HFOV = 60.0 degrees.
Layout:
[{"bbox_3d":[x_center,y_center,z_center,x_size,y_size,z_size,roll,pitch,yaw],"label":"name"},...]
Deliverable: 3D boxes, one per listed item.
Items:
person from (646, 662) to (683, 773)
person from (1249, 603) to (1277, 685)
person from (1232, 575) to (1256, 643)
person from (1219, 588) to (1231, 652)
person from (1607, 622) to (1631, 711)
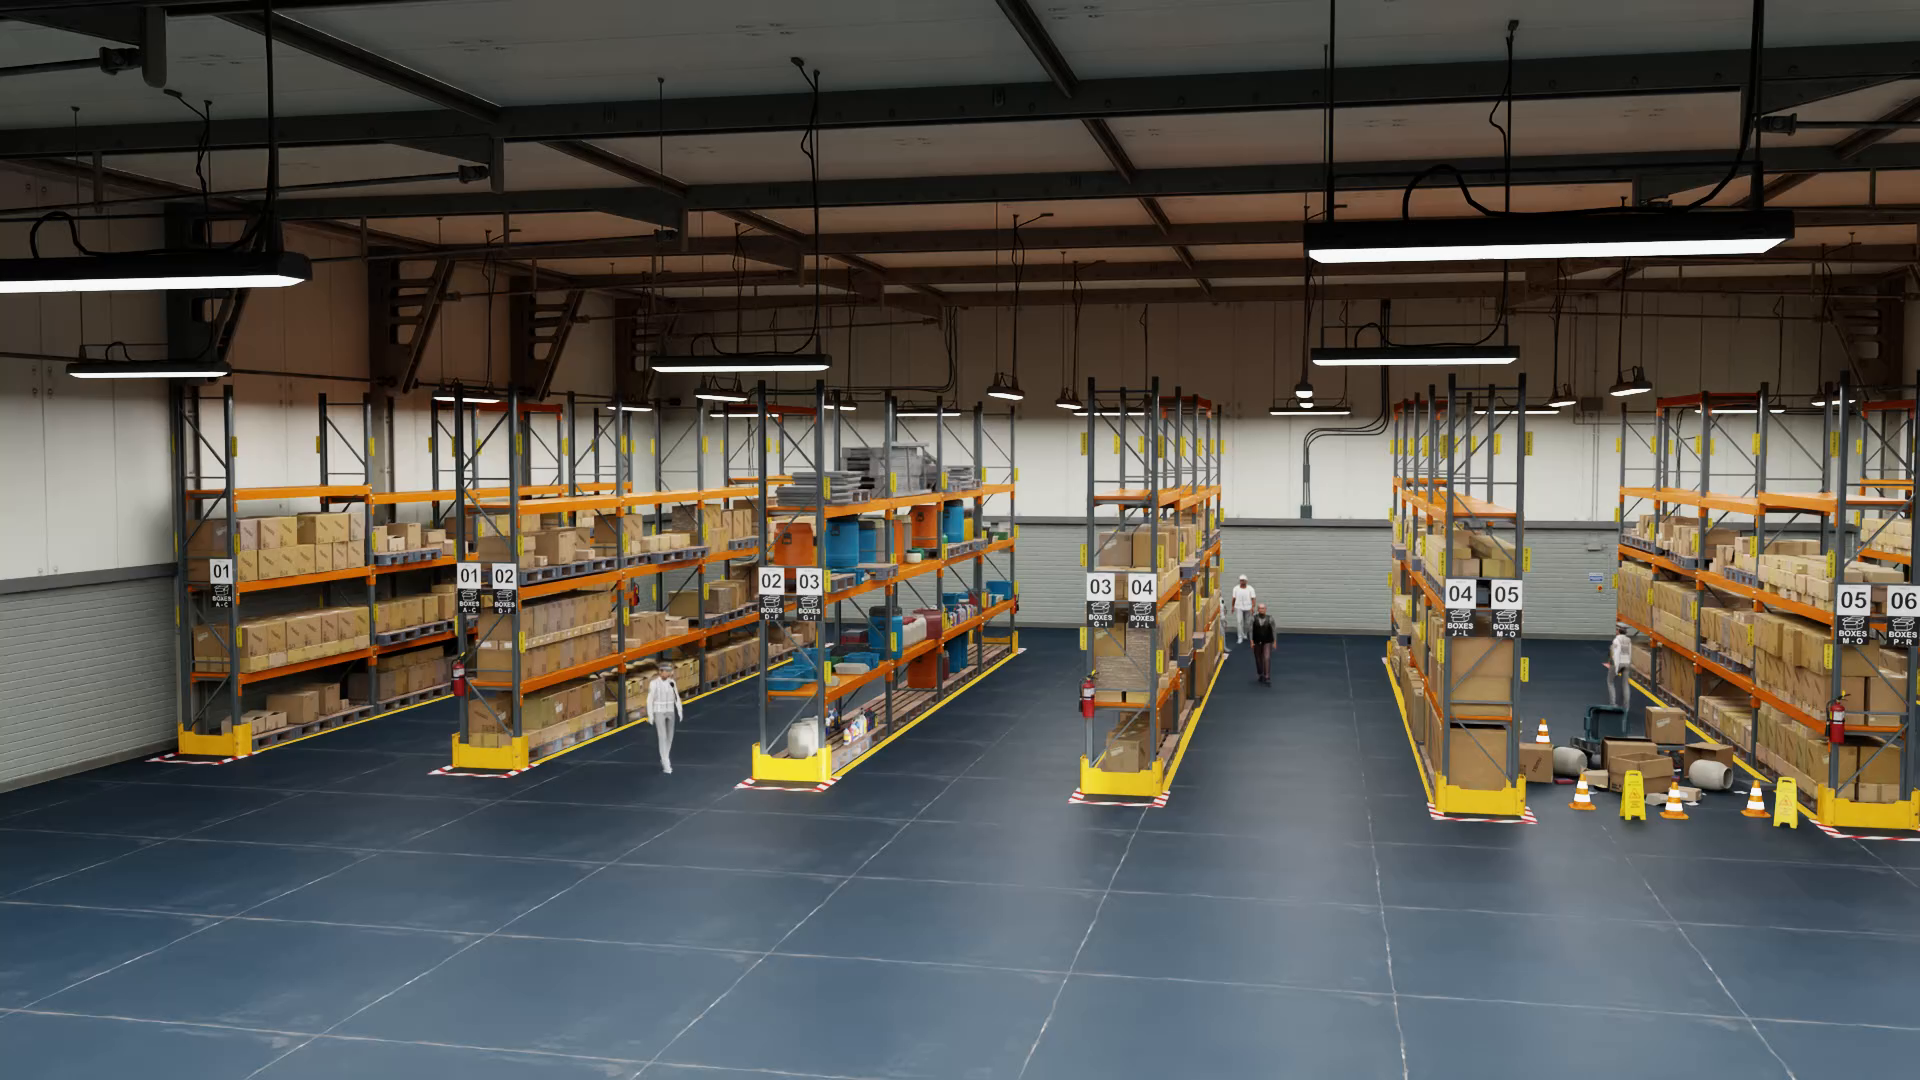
[{"bbox_3d":[-4.557,2.747,25.918,0.516,1.667,0.753,-2,4,-37],"label":"person"},{"bbox_3d":[6.352,2.177,34.995,0.569,1.675,0.959,1,3,19],"label":"person"},{"bbox_3d":[7.271,1.745,42.536,0.566,1.705,1.079,0,3,3],"label":"person"},{"bbox_3d":[6.315,1.937,40.750,0.434,1.559,0.950,-2,4,-33],"label":"person"},{"bbox_3d":[12.555,2.418,31.508,0.477,1.709,0.533,0,3,-8],"label":"person"}]
